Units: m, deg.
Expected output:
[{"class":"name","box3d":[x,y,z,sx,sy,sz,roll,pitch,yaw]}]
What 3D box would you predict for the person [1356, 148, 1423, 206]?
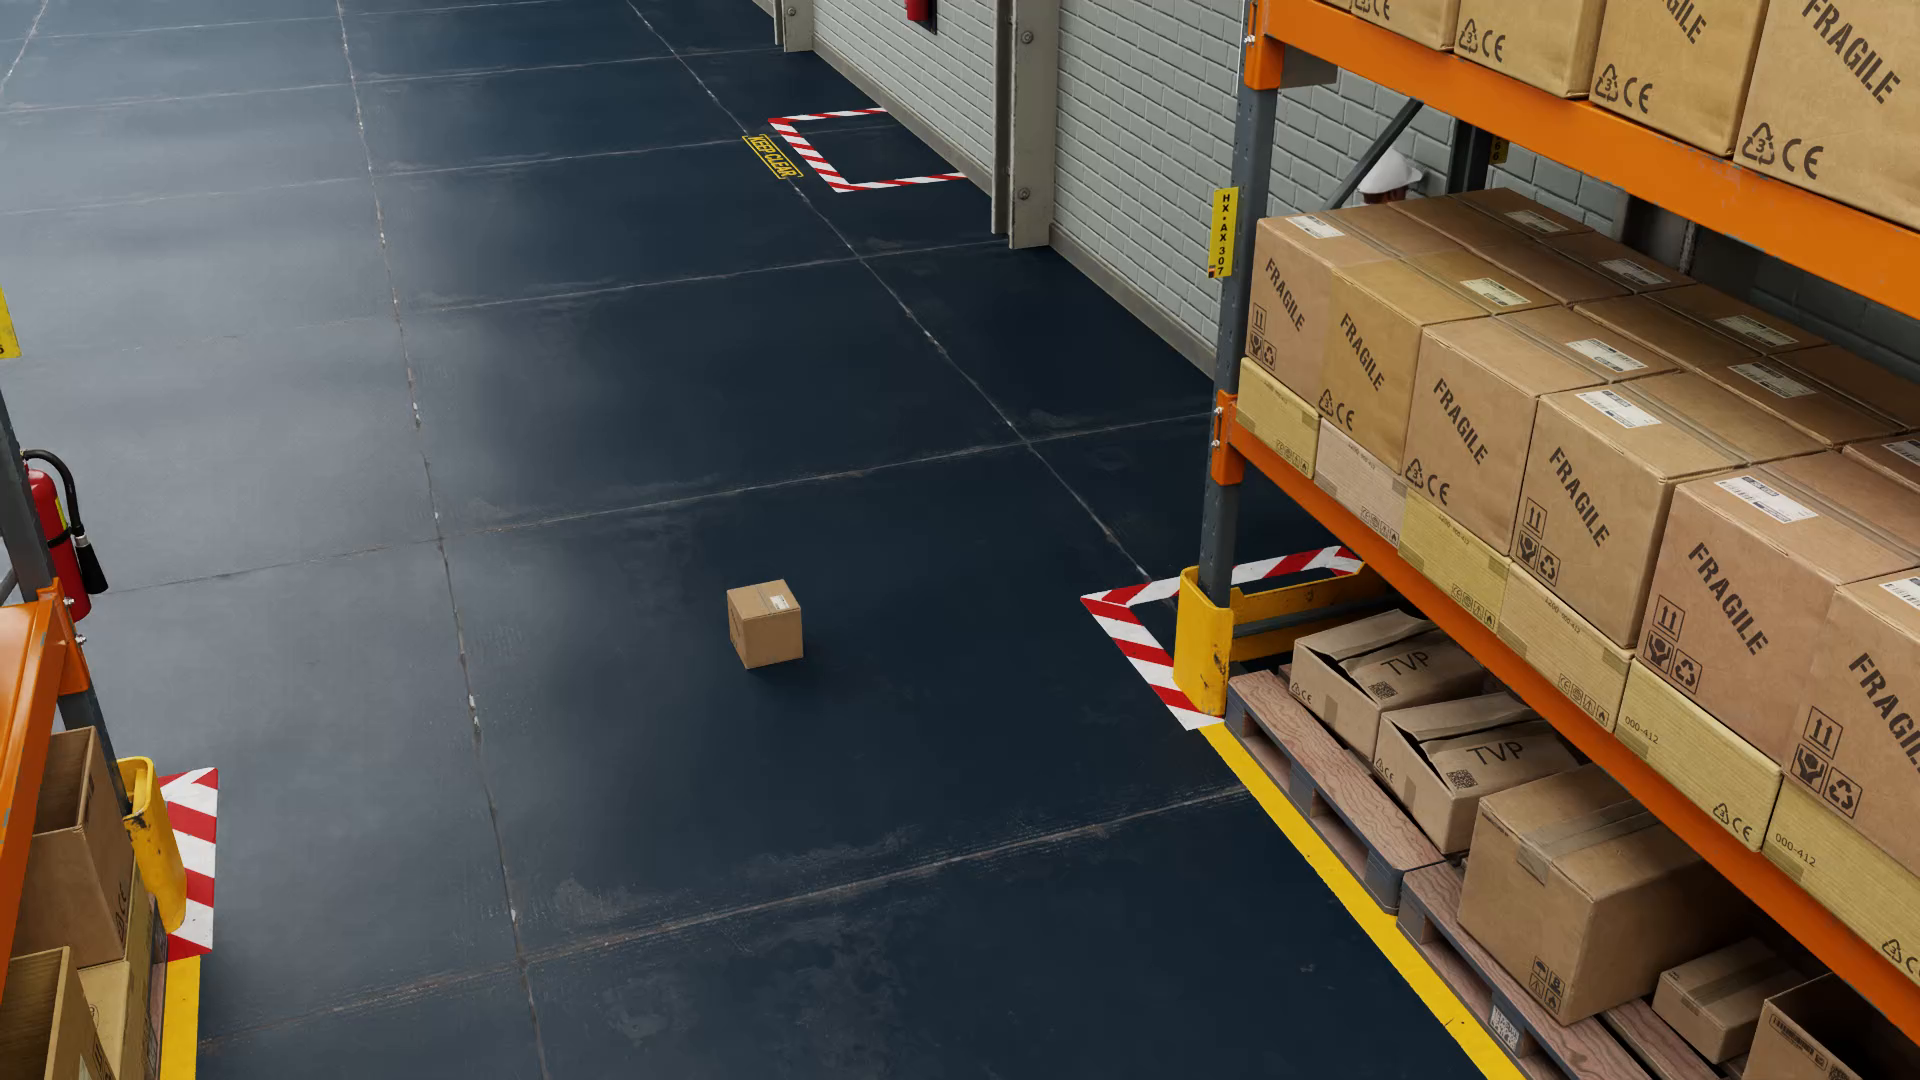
[{"class":"person","box3d":[1.892,-0.933,7.681,0.387,1.777,0.527,-10,31,-18]}]
